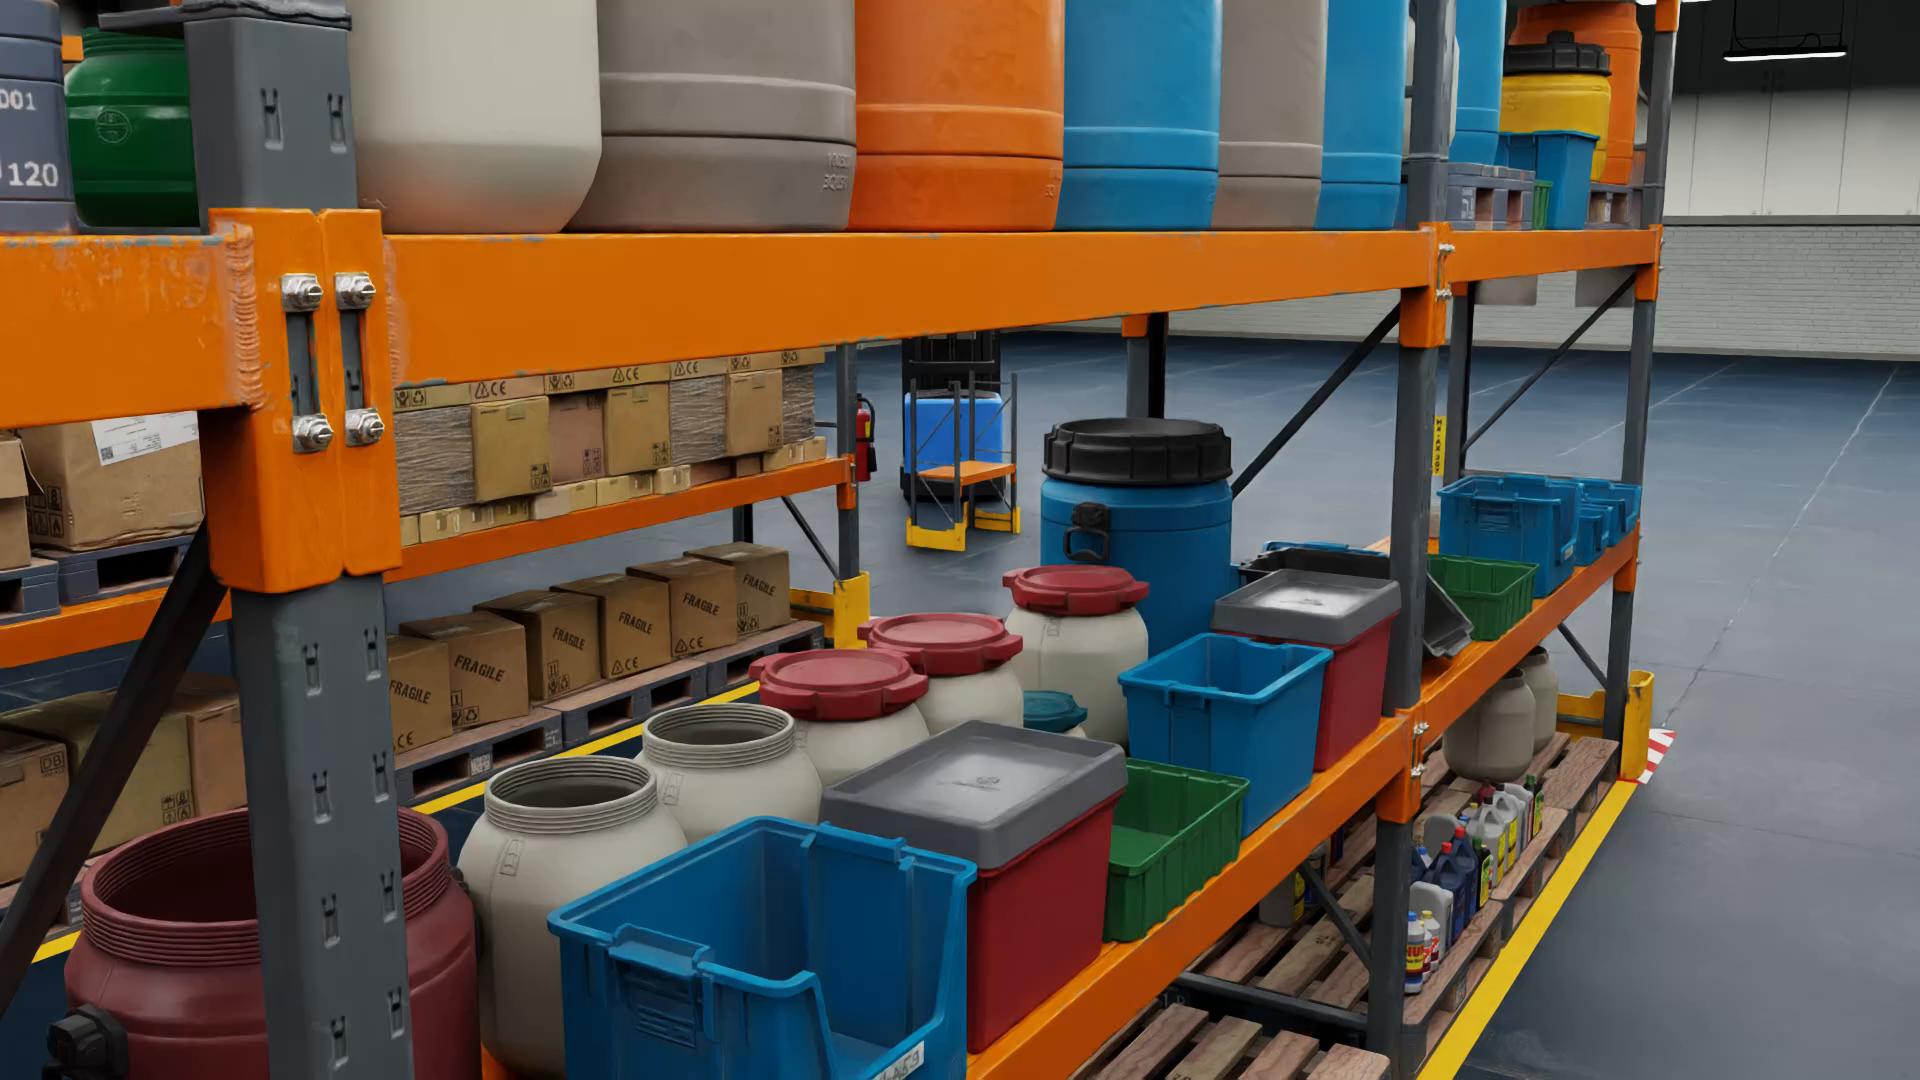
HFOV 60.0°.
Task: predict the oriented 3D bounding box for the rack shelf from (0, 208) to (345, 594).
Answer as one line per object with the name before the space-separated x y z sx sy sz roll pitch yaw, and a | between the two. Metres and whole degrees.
rack shelf | -2.102 0.124 0.239 1.077 0.370 4.000 6 12 31

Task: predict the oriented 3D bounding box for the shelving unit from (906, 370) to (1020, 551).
shelving unit | 0.040 -0.749 15.176 0.587 1.500 1.083 6 12 31

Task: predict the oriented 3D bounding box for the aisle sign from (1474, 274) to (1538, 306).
aisle sign | 2.877 -1.645 8.820 0.394 0.787 0.004 6 12 31

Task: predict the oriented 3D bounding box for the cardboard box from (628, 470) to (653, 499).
cardboard box | -1.993 -0.334 9.567 0.380 0.149 0.250 6 12 31

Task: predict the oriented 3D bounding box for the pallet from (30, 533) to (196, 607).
pallet | -3.741 0.029 7.466 1.003 0.211 1.213 6 12 31

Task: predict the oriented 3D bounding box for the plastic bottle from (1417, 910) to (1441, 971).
plastic bottle | 1.659 1.420 5.921 0.097 0.201 0.097 0 11 0

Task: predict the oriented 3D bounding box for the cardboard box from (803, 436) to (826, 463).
cardboard box | -1.115 -0.613 11.055 0.380 0.149 0.250 6 12 31

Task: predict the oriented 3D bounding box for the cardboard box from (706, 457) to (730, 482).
cardboard box | -1.639 -0.456 10.218 0.380 0.149 0.250 6 12 31

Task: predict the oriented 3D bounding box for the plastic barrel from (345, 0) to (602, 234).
plastic barrel | -0.640 -0.619 1.947 0.421 0.512 0.421 0 11 0

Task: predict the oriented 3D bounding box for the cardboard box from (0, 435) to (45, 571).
cardboard box | -4.041 -0.148 6.465 0.797 0.503 0.637 8 13 36

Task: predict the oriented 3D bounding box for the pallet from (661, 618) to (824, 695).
pallet | -1.635 0.706 10.905 1.003 0.211 1.213 6 12 31

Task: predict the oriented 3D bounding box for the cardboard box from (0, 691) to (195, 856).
cardboard box | -3.821 1.008 7.310 0.700 0.500 0.500 6 12 30

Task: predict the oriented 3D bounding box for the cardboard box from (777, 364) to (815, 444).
cardboard box | -1.452 -0.912 10.892 0.875 0.500 0.500 6 12 31

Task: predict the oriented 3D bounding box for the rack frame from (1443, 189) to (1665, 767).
rack frame | 3.090 -0.328 8.849 1.000 3.000 0.127 6 12 31

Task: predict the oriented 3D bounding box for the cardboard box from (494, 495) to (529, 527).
cardboard box | -2.483 -0.174 8.709 0.380 0.149 0.250 6 12 31

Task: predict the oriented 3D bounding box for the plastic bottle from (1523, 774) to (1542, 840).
plastic bottle | 2.466 1.142 7.185 0.061 0.283 0.133 7 13 32

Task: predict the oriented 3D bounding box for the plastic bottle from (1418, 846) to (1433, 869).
plastic bottle | 1.759 1.304 6.349 0.097 0.271 0.097 0 11 0

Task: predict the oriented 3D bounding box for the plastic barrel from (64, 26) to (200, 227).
plastic barrel | -0.979 -0.511 2.100 0.294 0.245 0.294 0 11 0

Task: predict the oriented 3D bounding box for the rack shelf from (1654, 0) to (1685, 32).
rack shelf | 2.051 -2.412 6.720 1.077 0.370 4.000 6 12 31

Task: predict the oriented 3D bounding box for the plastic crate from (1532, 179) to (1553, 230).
plastic crate | 2.065 -1.291 6.419 0.336 0.188 0.450 6 12 31

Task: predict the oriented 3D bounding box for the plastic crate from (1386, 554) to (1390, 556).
plastic crate | 1.640 0.151 7.007 0.530 0.136 0.437 6 12 31

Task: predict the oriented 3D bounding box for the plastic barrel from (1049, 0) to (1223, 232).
plastic barrel | 0.255 -1.113 3.530 0.600 0.901 0.708 6 12 31

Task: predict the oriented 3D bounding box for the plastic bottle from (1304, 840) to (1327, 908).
plastic bottle | 1.340 1.275 6.494 0.152 0.276 0.135 6 12 31

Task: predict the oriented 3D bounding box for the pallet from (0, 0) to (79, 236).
pallet | -1.544 -0.340 1.277 1.003 0.211 1.213 6 12 31

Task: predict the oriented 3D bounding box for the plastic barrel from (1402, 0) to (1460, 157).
plastic barrel | 1.405 -1.483 5.426 0.421 0.512 0.421 0 11 0

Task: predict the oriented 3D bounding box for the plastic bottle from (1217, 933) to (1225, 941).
plastic bottle | 0.935 1.374 6.170 0.097 0.201 0.097 0 11 0

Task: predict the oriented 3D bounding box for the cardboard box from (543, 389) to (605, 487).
cardboard box | -2.470 -0.596 9.200 0.875 0.500 0.500 6 12 31

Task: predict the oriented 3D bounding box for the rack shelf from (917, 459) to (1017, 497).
rack shelf | 0.044 -0.574 15.217 0.538 0.185 1.000 6 12 31

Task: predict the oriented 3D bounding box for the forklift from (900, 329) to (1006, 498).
forklift | -0.104 -2.108 18.547 1.130 2.935 3.031 0 11 -2

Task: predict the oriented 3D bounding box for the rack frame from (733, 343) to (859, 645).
rack frame | -1.143 -0.801 11.377 1.000 3.000 0.127 6 12 31

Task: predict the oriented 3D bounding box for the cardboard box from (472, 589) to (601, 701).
cardboard box | -2.432 0.595 9.570 0.500 0.500 0.500 5 12 26

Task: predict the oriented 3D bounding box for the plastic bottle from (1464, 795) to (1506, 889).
plastic bottle | 2.106 1.203 6.674 0.144 0.351 0.185 6 12 30

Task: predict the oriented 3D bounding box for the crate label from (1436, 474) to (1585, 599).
crate label | 2.365 -0.030 7.162 0.502 0.435 0.616 6 12 31

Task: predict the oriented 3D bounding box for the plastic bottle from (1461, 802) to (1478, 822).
plastic bottle | 2.168 1.212 7.033 0.097 0.201 0.097 0 11 0

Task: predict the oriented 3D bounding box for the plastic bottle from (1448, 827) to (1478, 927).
plastic bottle | 1.885 1.270 6.317 0.144 0.351 0.185 6 12 28

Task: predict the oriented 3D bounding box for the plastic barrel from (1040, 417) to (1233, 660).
plastic barrel | 0.554 0.087 5.273 0.600 0.901 0.708 6 12 31

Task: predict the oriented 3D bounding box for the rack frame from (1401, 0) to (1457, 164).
rack frame | 1.013 -2.647 4.937 1.000 3.000 0.127 6 12 31

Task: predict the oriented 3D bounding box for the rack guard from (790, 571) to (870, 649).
rack guard | -1.183 0.440 11.543 1.175 0.500 0.348 6 12 31

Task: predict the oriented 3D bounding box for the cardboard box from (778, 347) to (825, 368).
cardboard box | -1.218 -1.378 10.660 0.500 0.500 0.500 6 12 31

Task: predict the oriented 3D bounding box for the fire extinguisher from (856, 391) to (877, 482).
fire extinguisher | -0.690 -0.737 11.245 0.296 0.674 0.183 6 12 31

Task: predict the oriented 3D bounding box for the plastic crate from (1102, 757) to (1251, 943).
plastic crate | 0.350 0.706 3.901 0.450 0.188 0.662 6 12 31

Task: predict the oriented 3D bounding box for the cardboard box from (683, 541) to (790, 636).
cardboard box | -1.482 0.318 11.052 0.500 0.500 0.500 9 14 41

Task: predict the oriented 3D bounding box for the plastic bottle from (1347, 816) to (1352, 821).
plastic bottle | 1.704 1.106 7.408 0.097 0.271 0.097 0 11 0

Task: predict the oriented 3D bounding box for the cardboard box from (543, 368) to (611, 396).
cardboard box | -2.251 -1.063 8.977 0.500 0.500 0.500 6 12 31

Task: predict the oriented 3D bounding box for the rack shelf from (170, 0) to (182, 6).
rack shelf | -4.258 -2.256 5.887 1.077 0.370 4.000 6 12 31

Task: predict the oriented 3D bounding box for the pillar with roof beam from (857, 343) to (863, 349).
pillar with roof beam | 1.151 -8.510 36.252 9.100 9.000 0.548 6 12 31

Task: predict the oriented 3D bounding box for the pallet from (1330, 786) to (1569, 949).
pallet | 2.030 1.378 7.317 1.003 0.211 1.213 6 12 31

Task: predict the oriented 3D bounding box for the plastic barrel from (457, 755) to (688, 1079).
plastic barrel | -0.712 0.693 3.092 0.421 0.512 0.421 0 11 0

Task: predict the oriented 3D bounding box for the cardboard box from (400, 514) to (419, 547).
cardboard box | -2.851 -0.053 8.067 0.380 0.149 0.250 6 12 31
